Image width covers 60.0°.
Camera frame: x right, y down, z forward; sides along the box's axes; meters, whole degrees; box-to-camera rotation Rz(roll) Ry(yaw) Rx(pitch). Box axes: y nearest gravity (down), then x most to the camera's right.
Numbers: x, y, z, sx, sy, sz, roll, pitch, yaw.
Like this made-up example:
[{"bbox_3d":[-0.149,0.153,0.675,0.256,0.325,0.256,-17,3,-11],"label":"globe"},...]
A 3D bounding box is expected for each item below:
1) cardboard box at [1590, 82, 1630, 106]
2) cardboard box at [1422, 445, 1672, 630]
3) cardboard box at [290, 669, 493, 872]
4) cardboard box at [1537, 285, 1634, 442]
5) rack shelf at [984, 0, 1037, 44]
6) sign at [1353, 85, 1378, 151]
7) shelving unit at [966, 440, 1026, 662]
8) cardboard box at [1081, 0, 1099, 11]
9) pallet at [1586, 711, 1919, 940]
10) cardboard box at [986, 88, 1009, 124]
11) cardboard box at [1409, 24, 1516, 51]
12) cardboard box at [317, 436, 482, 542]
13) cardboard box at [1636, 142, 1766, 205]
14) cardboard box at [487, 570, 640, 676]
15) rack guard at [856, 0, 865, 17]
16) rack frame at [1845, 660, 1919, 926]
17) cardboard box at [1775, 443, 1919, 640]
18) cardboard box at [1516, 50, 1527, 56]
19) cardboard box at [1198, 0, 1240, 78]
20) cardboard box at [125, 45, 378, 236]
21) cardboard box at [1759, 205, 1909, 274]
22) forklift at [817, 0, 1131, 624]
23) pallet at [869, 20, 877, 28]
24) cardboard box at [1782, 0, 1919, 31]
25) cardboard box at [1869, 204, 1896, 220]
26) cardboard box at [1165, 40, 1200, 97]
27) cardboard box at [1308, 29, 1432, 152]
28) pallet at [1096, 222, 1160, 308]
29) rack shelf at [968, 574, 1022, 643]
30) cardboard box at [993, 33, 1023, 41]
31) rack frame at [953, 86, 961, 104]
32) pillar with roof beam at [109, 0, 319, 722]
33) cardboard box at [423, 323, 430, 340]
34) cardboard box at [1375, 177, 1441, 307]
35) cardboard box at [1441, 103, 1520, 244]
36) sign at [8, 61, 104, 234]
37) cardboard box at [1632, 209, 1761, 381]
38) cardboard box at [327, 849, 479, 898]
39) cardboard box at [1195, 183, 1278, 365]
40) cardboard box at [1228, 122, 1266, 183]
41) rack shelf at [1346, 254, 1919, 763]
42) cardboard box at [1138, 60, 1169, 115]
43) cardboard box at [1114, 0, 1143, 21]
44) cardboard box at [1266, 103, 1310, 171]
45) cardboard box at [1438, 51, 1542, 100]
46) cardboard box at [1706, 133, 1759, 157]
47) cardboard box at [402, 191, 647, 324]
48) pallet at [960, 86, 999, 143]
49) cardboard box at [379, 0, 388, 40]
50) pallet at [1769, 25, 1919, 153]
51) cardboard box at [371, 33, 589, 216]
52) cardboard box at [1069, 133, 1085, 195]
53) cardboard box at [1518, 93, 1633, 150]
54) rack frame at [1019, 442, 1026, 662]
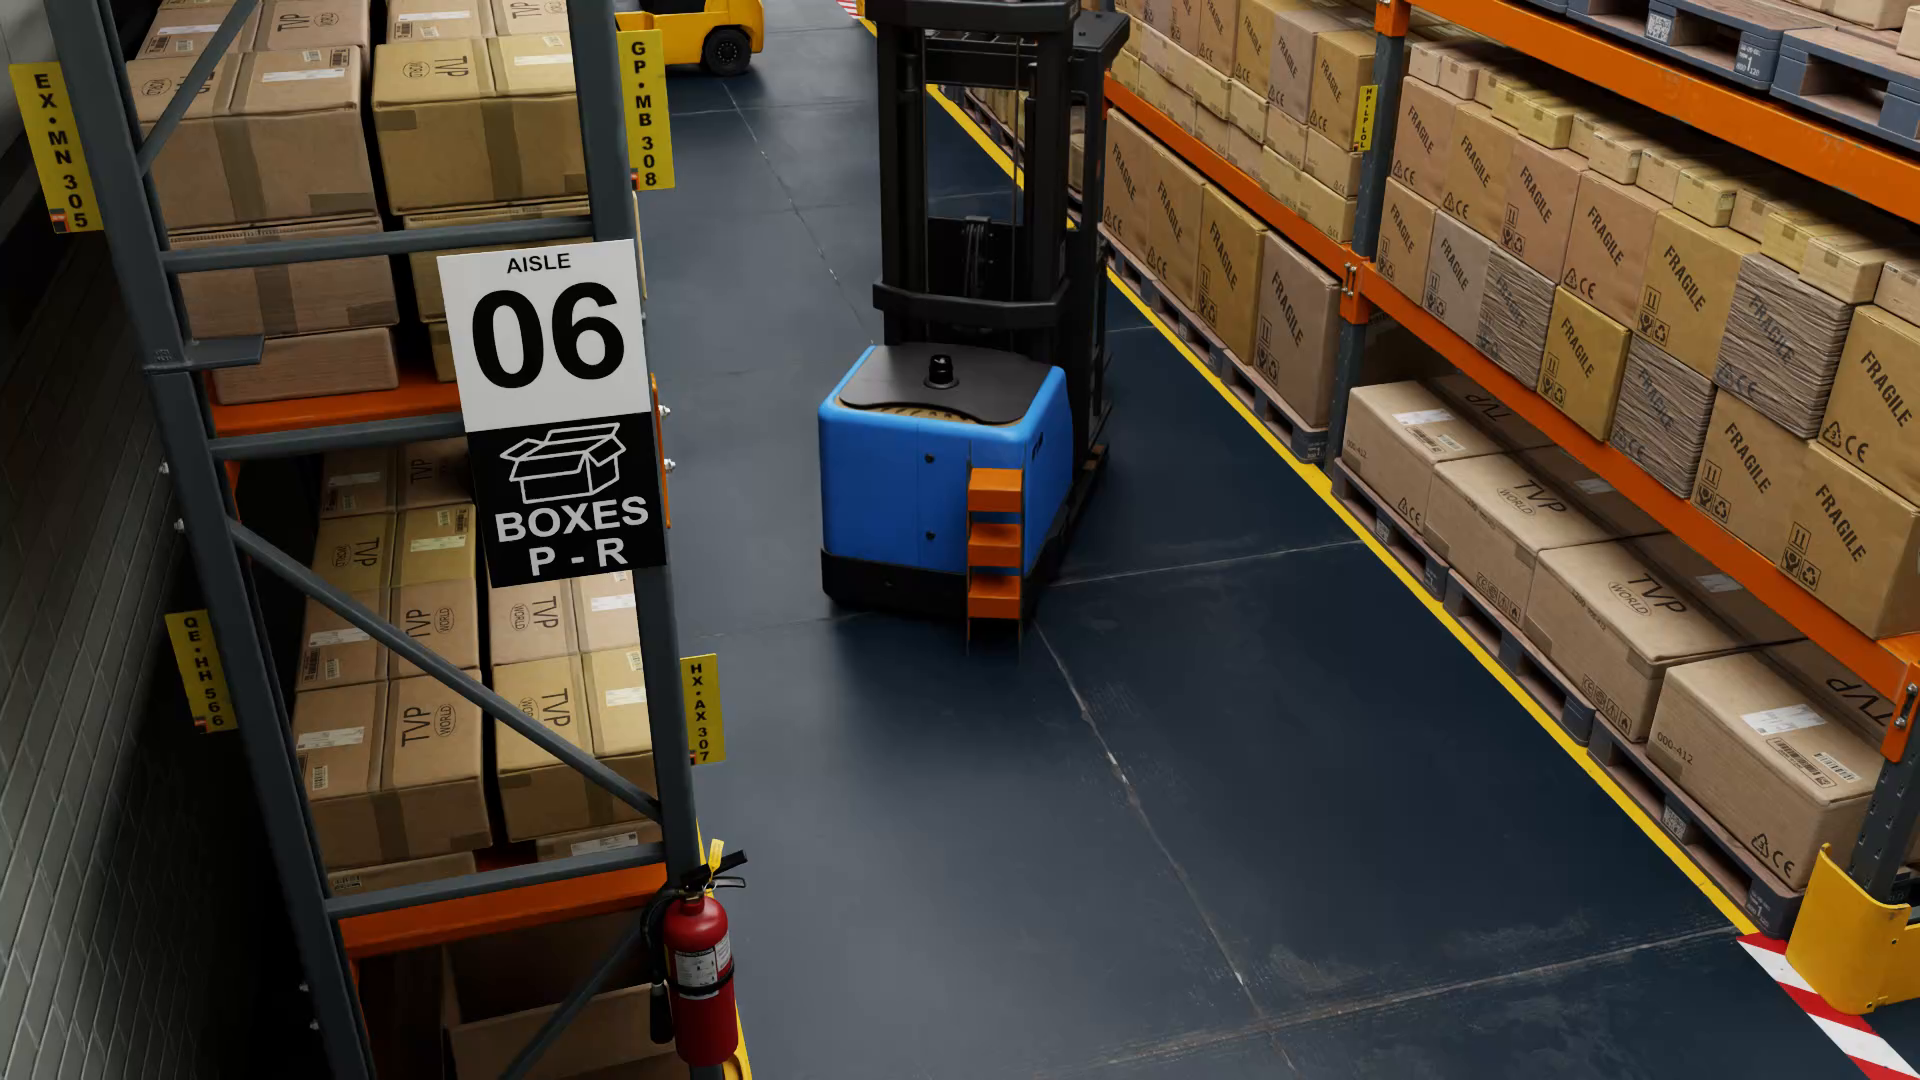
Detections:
[{"bbox_3d":[3.048,-1.987,7.443,0.380,0.149,0.250,-8,31,-14],"label":"cardboard box"},{"bbox_3d":[2.855,-0.043,7.969,0.875,0.438,0.875,-9,31,-15],"label":"cardboard box"},{"bbox_3d":[-1.548,0.623,4.532,0.500,0.250,0.500,-7,31,-12],"label":"cardboard box"},{"bbox_3d":[2.817,-0.768,6.984,0.500,0.500,0.500,-7,31,-12],"label":"cardboard box"},{"bbox_3d":[0.961,-4.307,13.914,1.077,0.370,4.000,-8,31,-13],"label":"rack shelf"},{"bbox_3d":[2.033,-2.110,8.325,0.100,0.325,0.005,-8,31,-13],"label":"sign"},{"bbox_3d":[0.163,0.061,7.594,0.252,1.050,0.215,2,30,4],"label":"shelving unit"},{"bbox_3d":[1.103,-4.188,12.176,0.500,0.500,0.500,-9,31,-15],"label":"cardboard box"},{"bbox_3d":[3.327,1.043,6.738,1.003,0.211,1.213,-8,31,-13],"label":"pallet"},{"bbox_3d":[0.766,-4.029,14.920,0.950,0.372,0.625,-6,31,-10],"label":"cardboard box"},{"bbox_3d":[2.714,-2.447,8.885,0.500,0.500,0.500,-7,31,-13],"label":"cardboard box"},{"bbox_3d":[-1.949,-0.119,5.813,0.500,0.250,0.500,-8,31,-13],"label":"cardboard box"},{"bbox_3d":[2.883,-1.430,6.481,0.380,0.149,0.250,-7,31,-12],"label":"cardboard box"},{"bbox_3d":[-1.164,0.311,5.071,0.500,0.250,0.500,-8,31,-13],"label":"cardboard box"},{"bbox_3d":[-0.612,-6.397,19.303,1.175,0.500,0.348,-8,31,-13],"label":"rack guard"},{"bbox_3d":[3.615,0.212,5.390,1.000,3.000,0.127,-8,31,-13],"label":"rack frame"},{"bbox_3d":[3.232,-0.029,5.706,0.500,0.500,0.500,-8,31,-13],"label":"cardboard box"},{"bbox_3d":[2.942,-2.370,8.106,0.380,0.149,0.250,-8,31,-14],"label":"cardboard box"},{"bbox_3d":[1.781,-3.123,10.053,0.500,0.500,0.500,-7,31,-12],"label":"cardboard box"},{"bbox_3d":[-1.557,-0.882,3.640,0.500,0.250,0.500,-9,31,-15],"label":"cardboard box"},{"bbox_3d":[3.059,-1.052,5.827,0.380,0.149,0.250,-7,31,-12],"label":"cardboard box"},{"bbox_3d":[0.214,-1.593,8.577,1.130,2.935,3.031,8,31,14],"label":"forklift"},{"bbox_3d":[-0.430,-5.875,18.690,1.003,0.211,1.213,-8,31,-13],"label":"pallet"},{"bbox_3d":[3.266,-2.002,5.791,0.500,0.311,0.500,-7,31,-12],"label":"cardboard box"},{"bbox_3d":[3.483,-1.256,6.180,0.380,0.149,0.250,-8,31,-13],"label":"cardboard box"},{"bbox_3d":[1.644,-3.034,10.648,0.500,0.250,0.500,-8,31,-13],"label":"cardboard box"},{"bbox_3d":[2.193,-2.379,8.767,0.500,0.500,0.500,-7,31,-12],"label":"cardboard box"},{"bbox_3d":[1.628,-2.054,12.089,1.003,0.211,1.213,-8,31,-13],"label":"pallet"},{"bbox_3d":[0.165,0.310,7.740,0.240,0.259,0.215,2,30,4],"label":"rack shelf"},{"bbox_3d":[0.534,-5.221,16.353,0.500,0.500,0.500,-6,31,-11],"label":"cardboard box"},{"bbox_3d":[0.430,-5.584,15.403,1.000,3.000,0.127,-8,31,-13],"label":"rack frame"},{"bbox_3d":[1.235,-3.771,6.282,9.100,9.000,0.400,-8,31,-13],"label":"pillar with roof beam"},{"bbox_3d":[-1.125,-0.624,4.090,0.380,0.149,0.250,-7,31,-12],"label":"cardboard box"},{"bbox_3d":[2.425,-1.502,8.251,0.500,0.500,0.500,-7,31,-12],"label":"cardboard box"},{"bbox_3d":[2.574,-1.689,7.576,0.500,0.500,0.500,-8,31,-14],"label":"cardboard box"},{"bbox_3d":[-1.710,-0.744,3.162,0.100,0.325,0.005,-8,31,-13],"label":"sign"},{"bbox_3d":[2.962,-0.953,6.305,0.500,0.500,0.500,-8,31,-14],"label":"cardboard box"},{"bbox_3d":[-1.517,0.858,4.524,0.380,0.149,0.250,-8,31,-14],"label":"cardboard box"},{"bbox_3d":[2.064,-1.706,10.405,0.875,0.875,0.875,-7,31,-12],"label":"cardboard box"},{"bbox_3d":[1.941,-2.331,9.932,0.500,0.250,0.500,-9,31,-15],"label":"cardboard box"},{"bbox_3d":[3.084,-0.443,7.239,1.077,0.370,4.000,-8,31,-13],"label":"rack shelf"},{"bbox_3d":[1.532,-3.072,11.212,0.500,0.250,0.500,-9,31,-15],"label":"cardboard box"},{"bbox_3d":[1.387,-3.857,11.322,0.500,0.500,0.500,-9,31,-15],"label":"cardboard box"},{"bbox_3d":[2.062,-2.293,9.367,0.500,0.250,0.500,-7,31,-12],"label":"cardboard box"},{"bbox_3d":[2.470,-2.168,7.756,0.380,0.149,0.250,-7,31,-13],"label":"cardboard box"},{"bbox_3d":[3.300,-1.628,6.823,0.380,0.149,0.250,-8,31,-13],"label":"cardboard box"},{"bbox_3d":[-1.024,-0.739,3.891,0.500,0.250,0.500,-8,31,-14],"label":"cardboard box"},{"bbox_3d":[0.638,-4.001,15.452,1.003,0.211,1.213,-8,31,-13],"label":"pallet"},{"bbox_3d":[-1.948,-1.626,4.925,0.500,0.250,0.500,-8,31,-13],"label":"cardboard box"},{"bbox_3d":[3.408,-1.405,5.277,1.003,0.211,1.213,-8,31,-13],"label":"pallet"},{"bbox_3d":[-1.045,-0.953,3.761,0.500,0.250,0.500,-8,31,-14],"label":"cardboard box"},{"bbox_3d":[1.351,-2.971,13.092,0.950,0.372,0.625,-10,32,-17],"label":"cardboard box"},{"bbox_3d":[2.628,-1.790,7.103,0.380,0.149,0.250,-9,31,-15],"label":"cardboard box"},{"bbox_3d":[0.285,0.066,7.584,0.008,1.050,0.200,2,30,4],"label":"rack frame"}]
